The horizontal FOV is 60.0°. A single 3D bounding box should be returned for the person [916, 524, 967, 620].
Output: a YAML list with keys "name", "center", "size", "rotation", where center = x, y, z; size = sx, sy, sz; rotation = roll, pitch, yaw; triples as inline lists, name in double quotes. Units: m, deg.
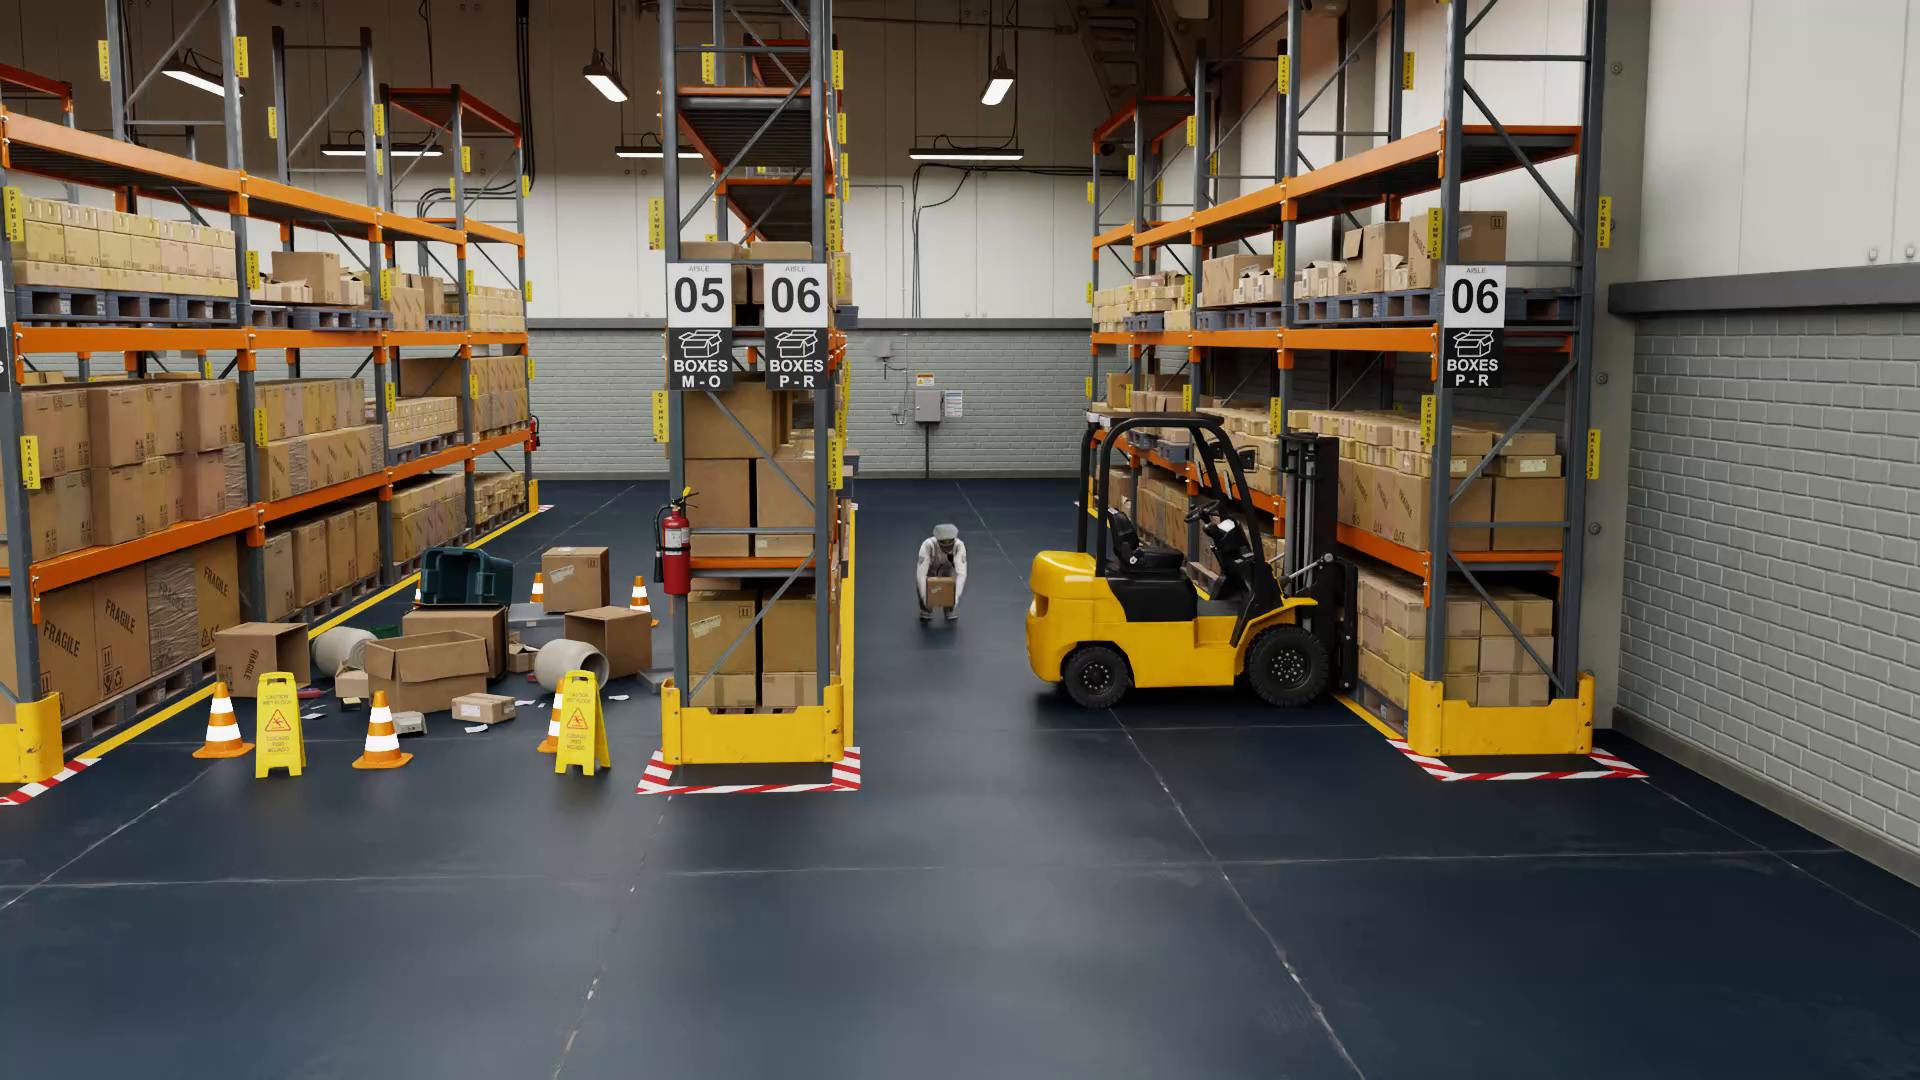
- name: "person"
  center: [-0.186, 0.301, 16.203]
  size: [0.493, 0.967, 0.831]
  rotation: [0, 7, -2]
